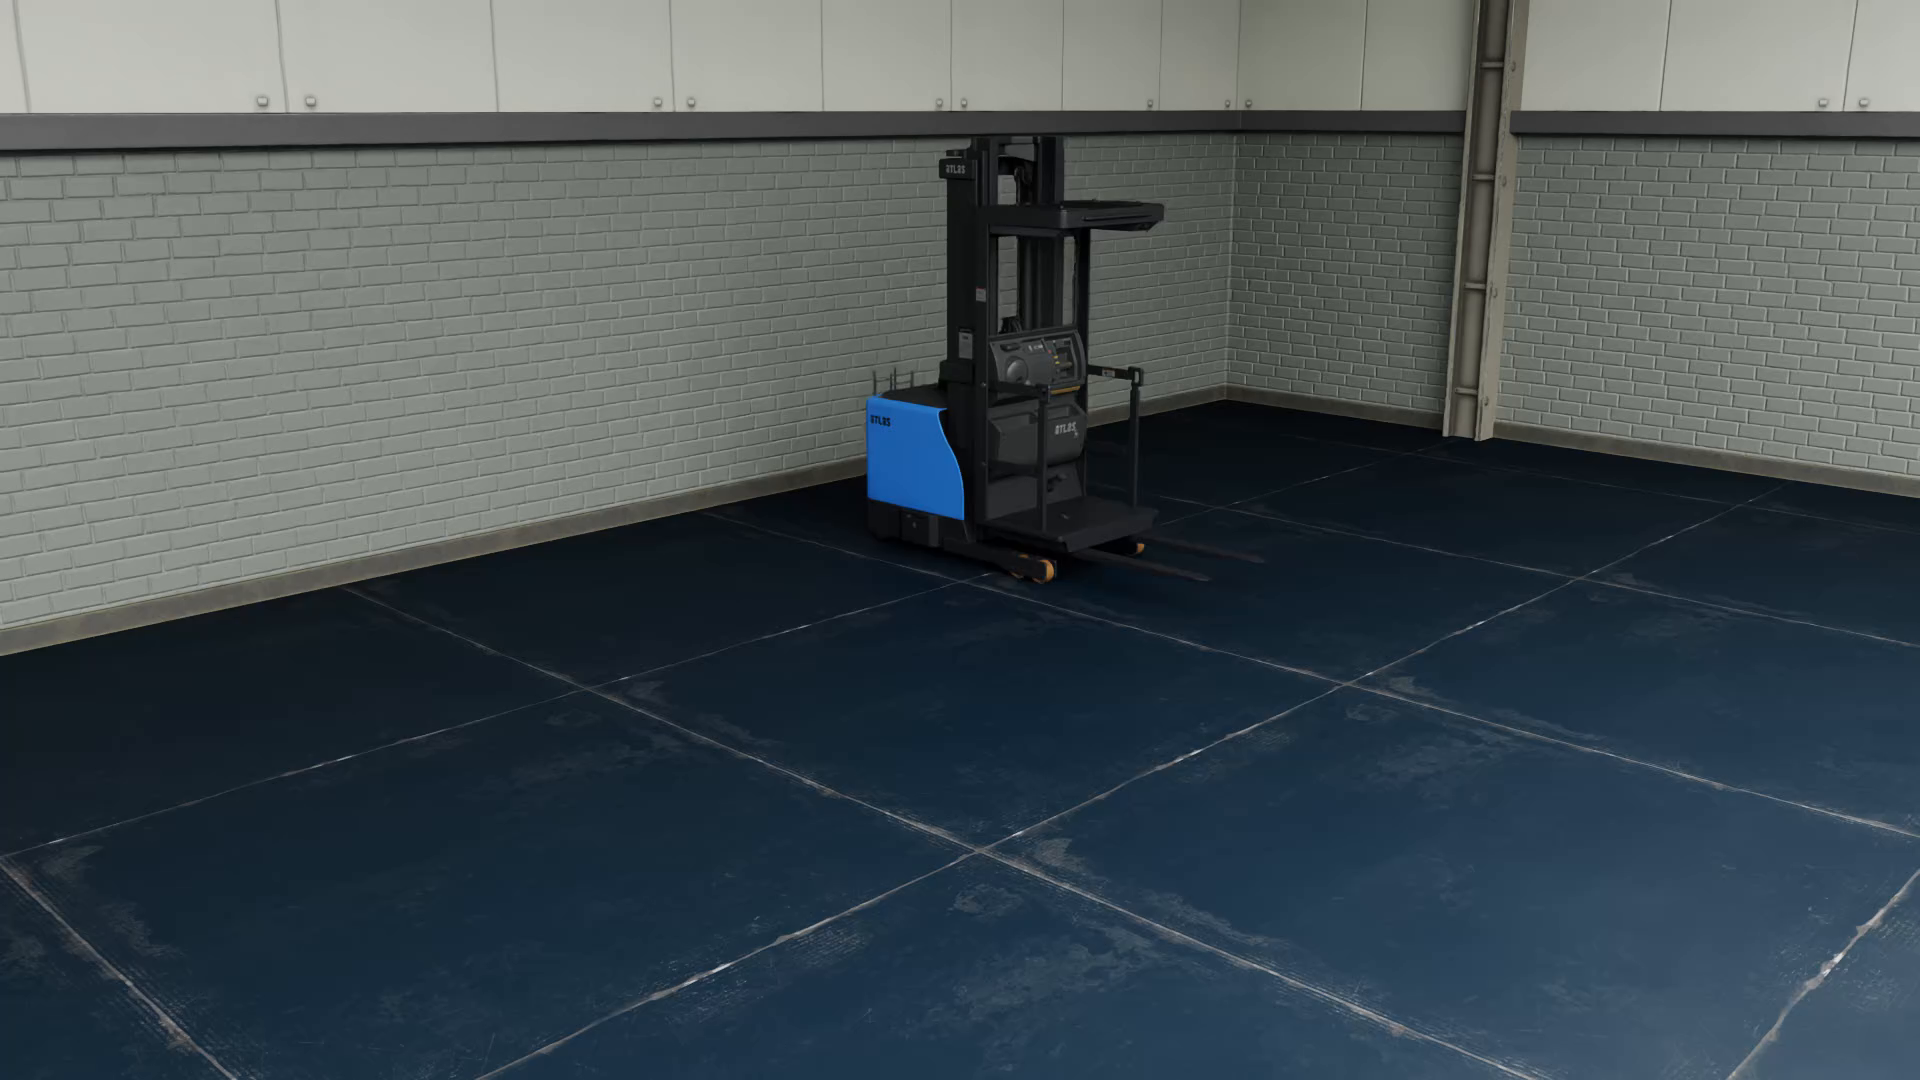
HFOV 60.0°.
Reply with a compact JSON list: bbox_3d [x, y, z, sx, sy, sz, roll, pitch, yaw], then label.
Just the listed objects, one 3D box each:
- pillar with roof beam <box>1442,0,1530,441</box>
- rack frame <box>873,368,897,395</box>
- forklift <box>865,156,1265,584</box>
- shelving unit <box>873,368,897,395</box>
[{"bbox_3d":[2.004,-4.593,12.211,0.400,9.000,9.100,14,20,42],"label":"pillar with roof beam"},{"bbox_3d":[-0.572,-0.719,12.812,0.006,1.200,0.240,14,20,42],"label":"rack frame"},{"bbox_3d":[0.701,-1.205,11.510,3.031,2.797,1.129,14,20,42],"label":"forklift"},{"bbox_3d":[-0.507,-0.704,12.753,0.184,1.200,0.258,14,20,42],"label":"shelving unit"}]
